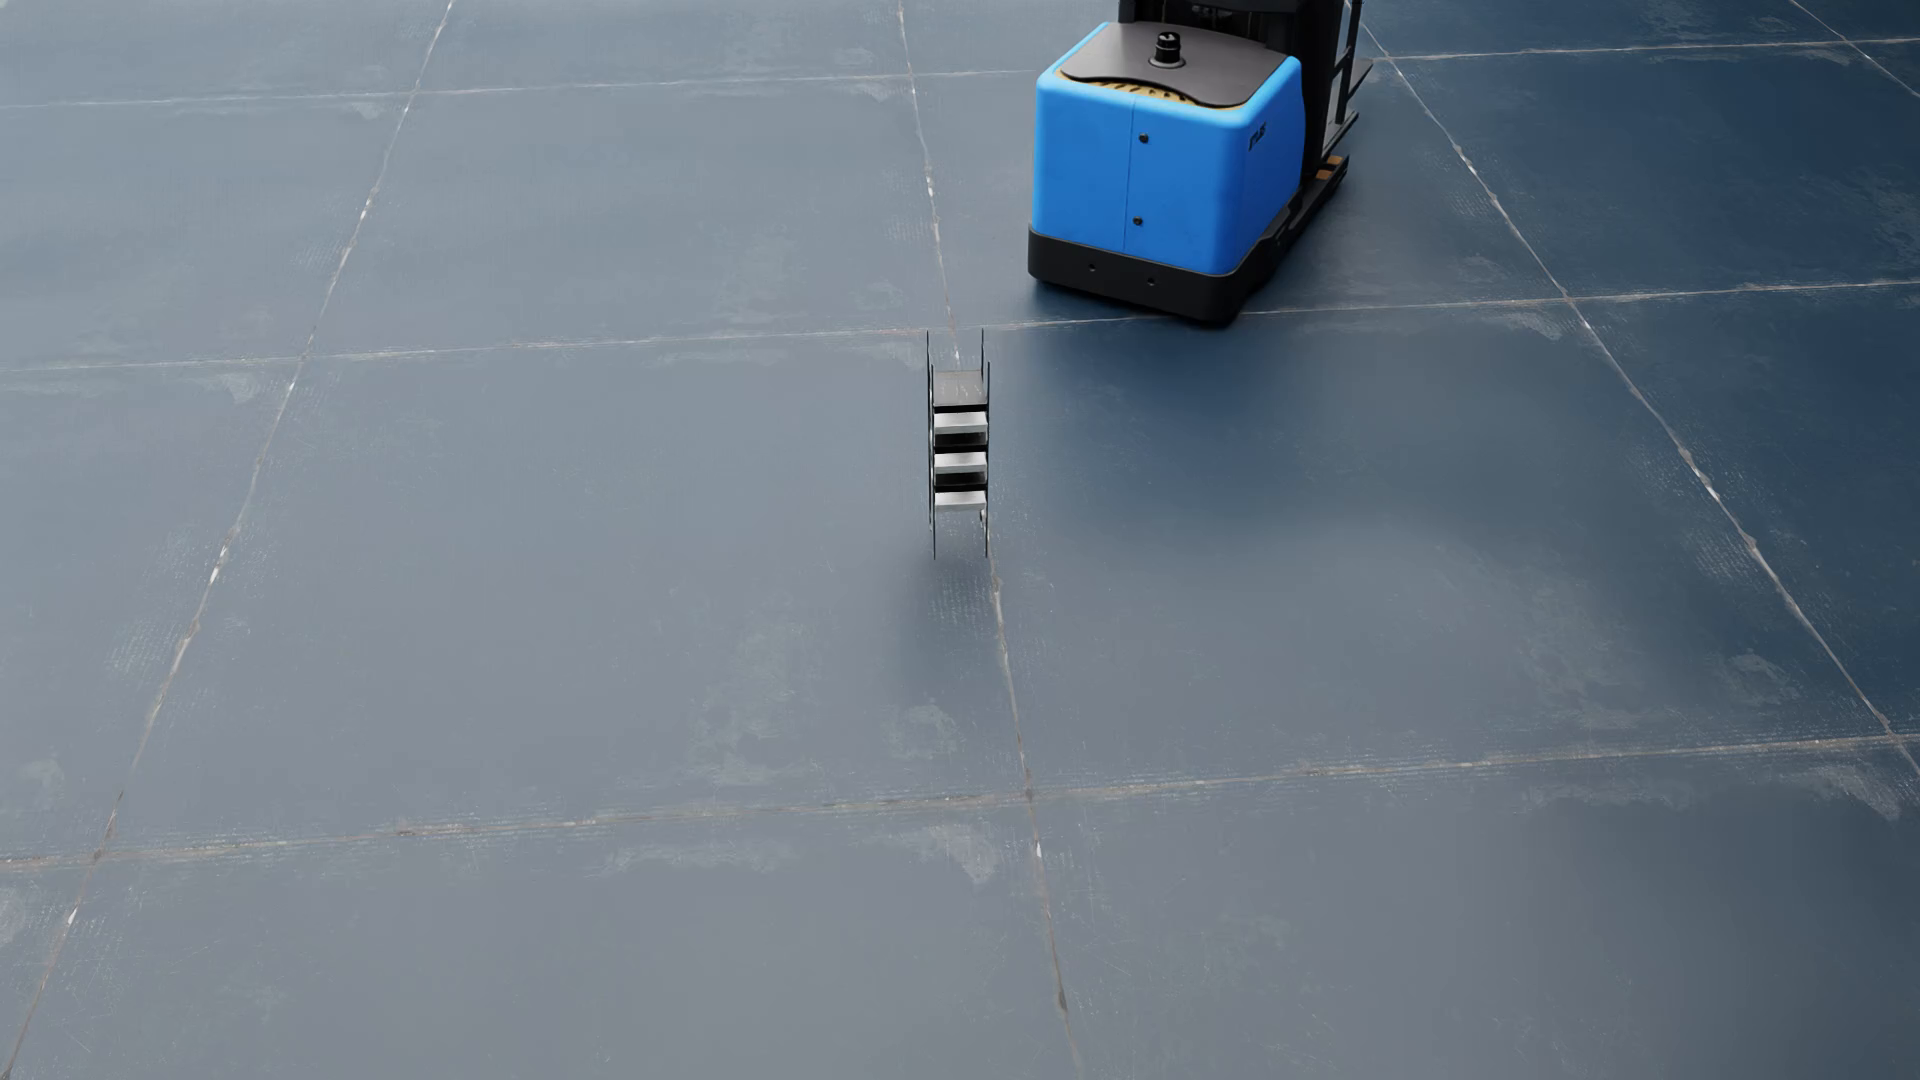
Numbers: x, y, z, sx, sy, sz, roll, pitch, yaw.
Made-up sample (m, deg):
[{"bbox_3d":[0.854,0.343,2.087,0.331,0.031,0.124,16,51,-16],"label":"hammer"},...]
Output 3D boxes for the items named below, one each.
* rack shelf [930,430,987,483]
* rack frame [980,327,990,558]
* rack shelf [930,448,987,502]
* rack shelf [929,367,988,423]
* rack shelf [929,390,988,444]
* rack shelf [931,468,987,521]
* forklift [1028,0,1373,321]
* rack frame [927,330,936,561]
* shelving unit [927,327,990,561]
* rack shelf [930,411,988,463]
[{"bbox_3d":[-0.008,-0.327,6.336,0.200,0.077,0.258,-3,38,-4],"label":"rack shelf"},{"bbox_3d":[0.093,-0.358,6.322,0.006,0.900,0.240,-3,38,-4],"label":"rack frame"},{"bbox_3d":[-0.008,-0.256,6.392,0.200,0.077,0.258,-3,38,-4],"label":"rack shelf"},{"bbox_3d":[-0.008,-0.539,6.169,0.200,0.077,0.258,-3,38,-4],"label":"rack shelf"},{"bbox_3d":[-0.008,-0.468,6.224,0.200,0.077,0.258,-3,38,-4],"label":"rack shelf"},{"bbox_3d":[-0.008,-0.185,6.447,0.200,0.077,0.258,-3,38,-4],"label":"rack shelf"},{"bbox_3d":[1.452,-3.076,8.126,1.130,2.935,3.031,18,42,21],"label":"forklift"},{"bbox_3d":[-0.109,-0.347,6.308,0.006,0.900,0.240,-3,38,-4],"label":"rack frame"},{"bbox_3d":[-0.008,-0.353,6.315,0.210,0.900,0.258,-3,38,-4],"label":"shelving unit"},{"bbox_3d":[-0.008,-0.397,6.280,0.200,0.077,0.258,-3,38,-4],"label":"rack shelf"}]
